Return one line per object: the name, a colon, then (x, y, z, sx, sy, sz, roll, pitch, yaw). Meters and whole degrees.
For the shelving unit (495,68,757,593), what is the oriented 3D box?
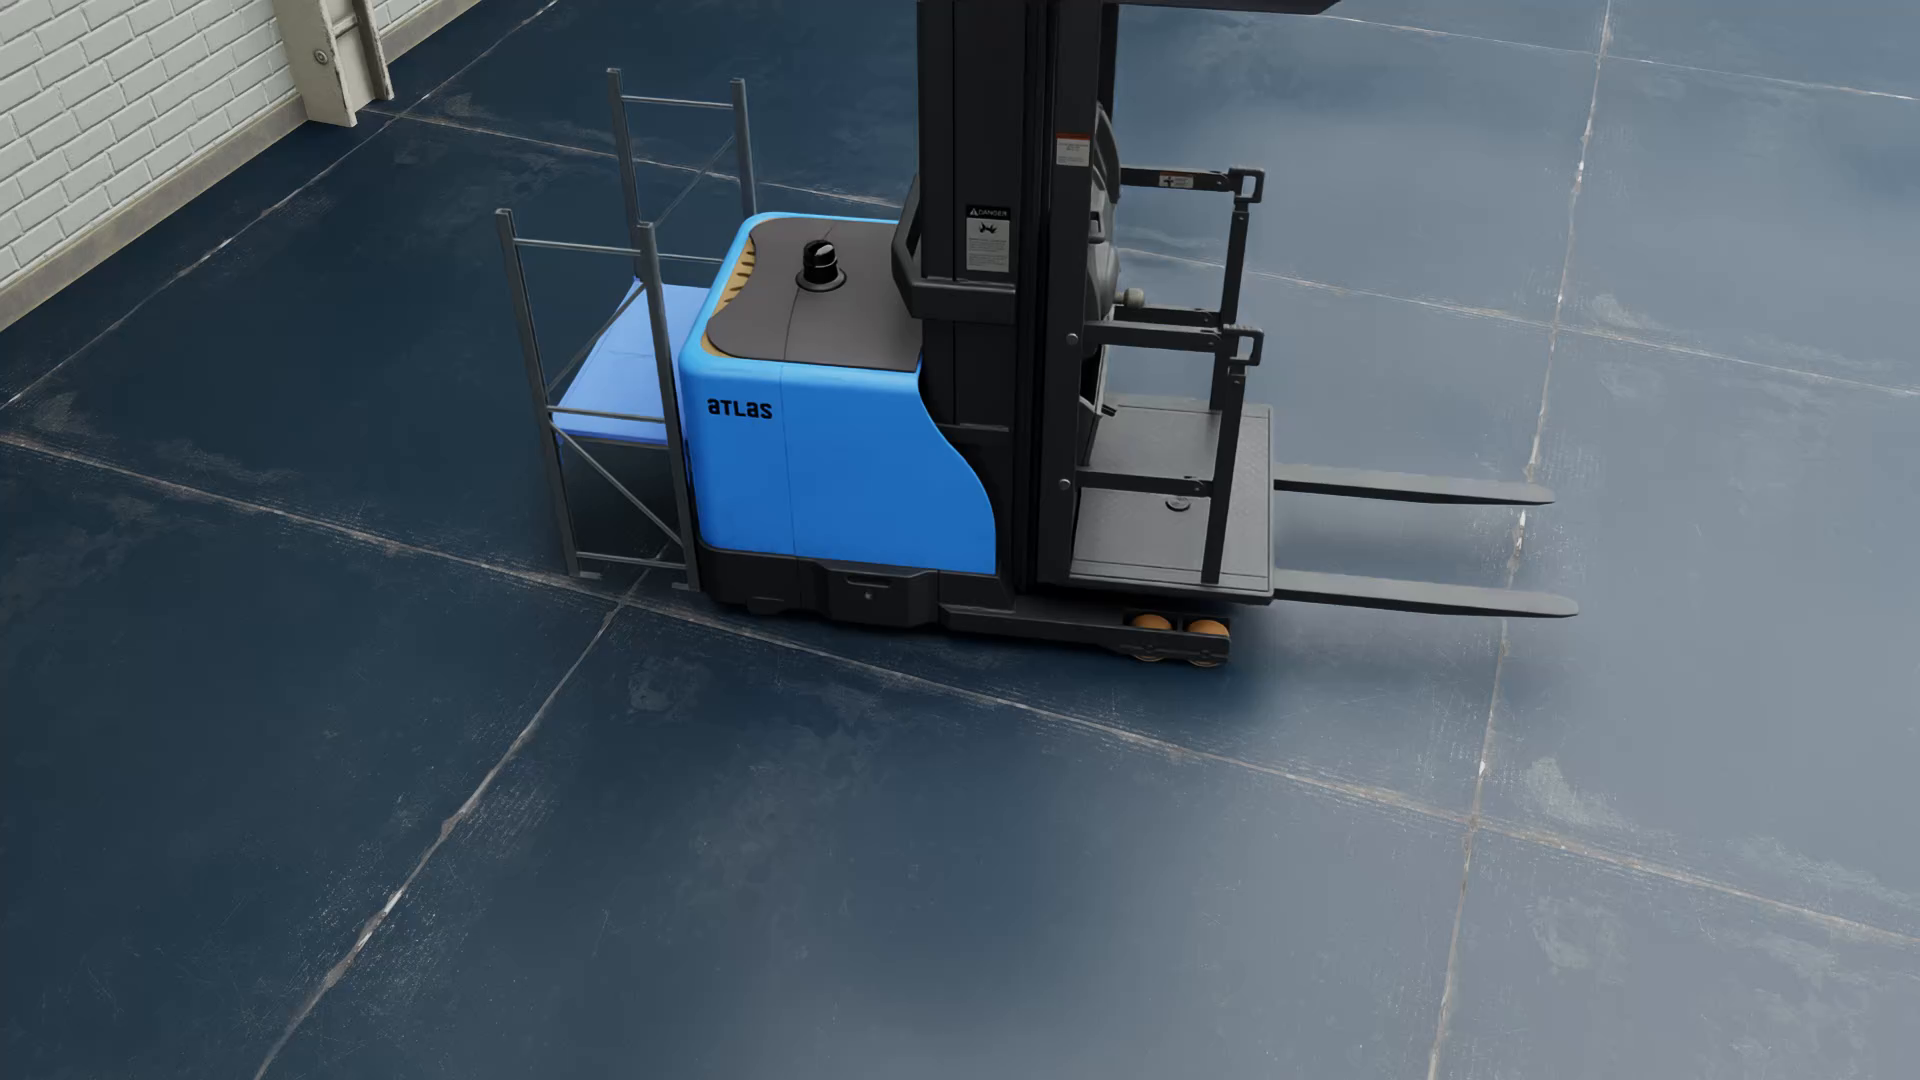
shelving unit: (-1.094, -0.742, 5.964, 0.538, 1.500, 1.048, 7, 41, 8)

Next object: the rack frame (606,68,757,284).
rack frame: (-1.004, -1.067, 6.345, 0.500, 1.500, 0.032, 7, 41, 8)

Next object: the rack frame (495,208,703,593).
rack frame: (-1.184, -0.417, 5.583, 0.500, 1.500, 0.032, 7, 41, 8)

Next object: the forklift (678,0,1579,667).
forklift: (0.639, -1.048, 5.220, 3.031, 2.935, 1.130, 5, 41, 6)

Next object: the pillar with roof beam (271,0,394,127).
pillar with roof beam: (0.743, -4.810, 4.954, 9.100, 9.000, 0.400, 13, 42, 15)

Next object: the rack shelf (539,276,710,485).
rack shelf: (-1.094, -0.605, 6.081, 0.538, 0.185, 1.000, 7, 41, 8)
